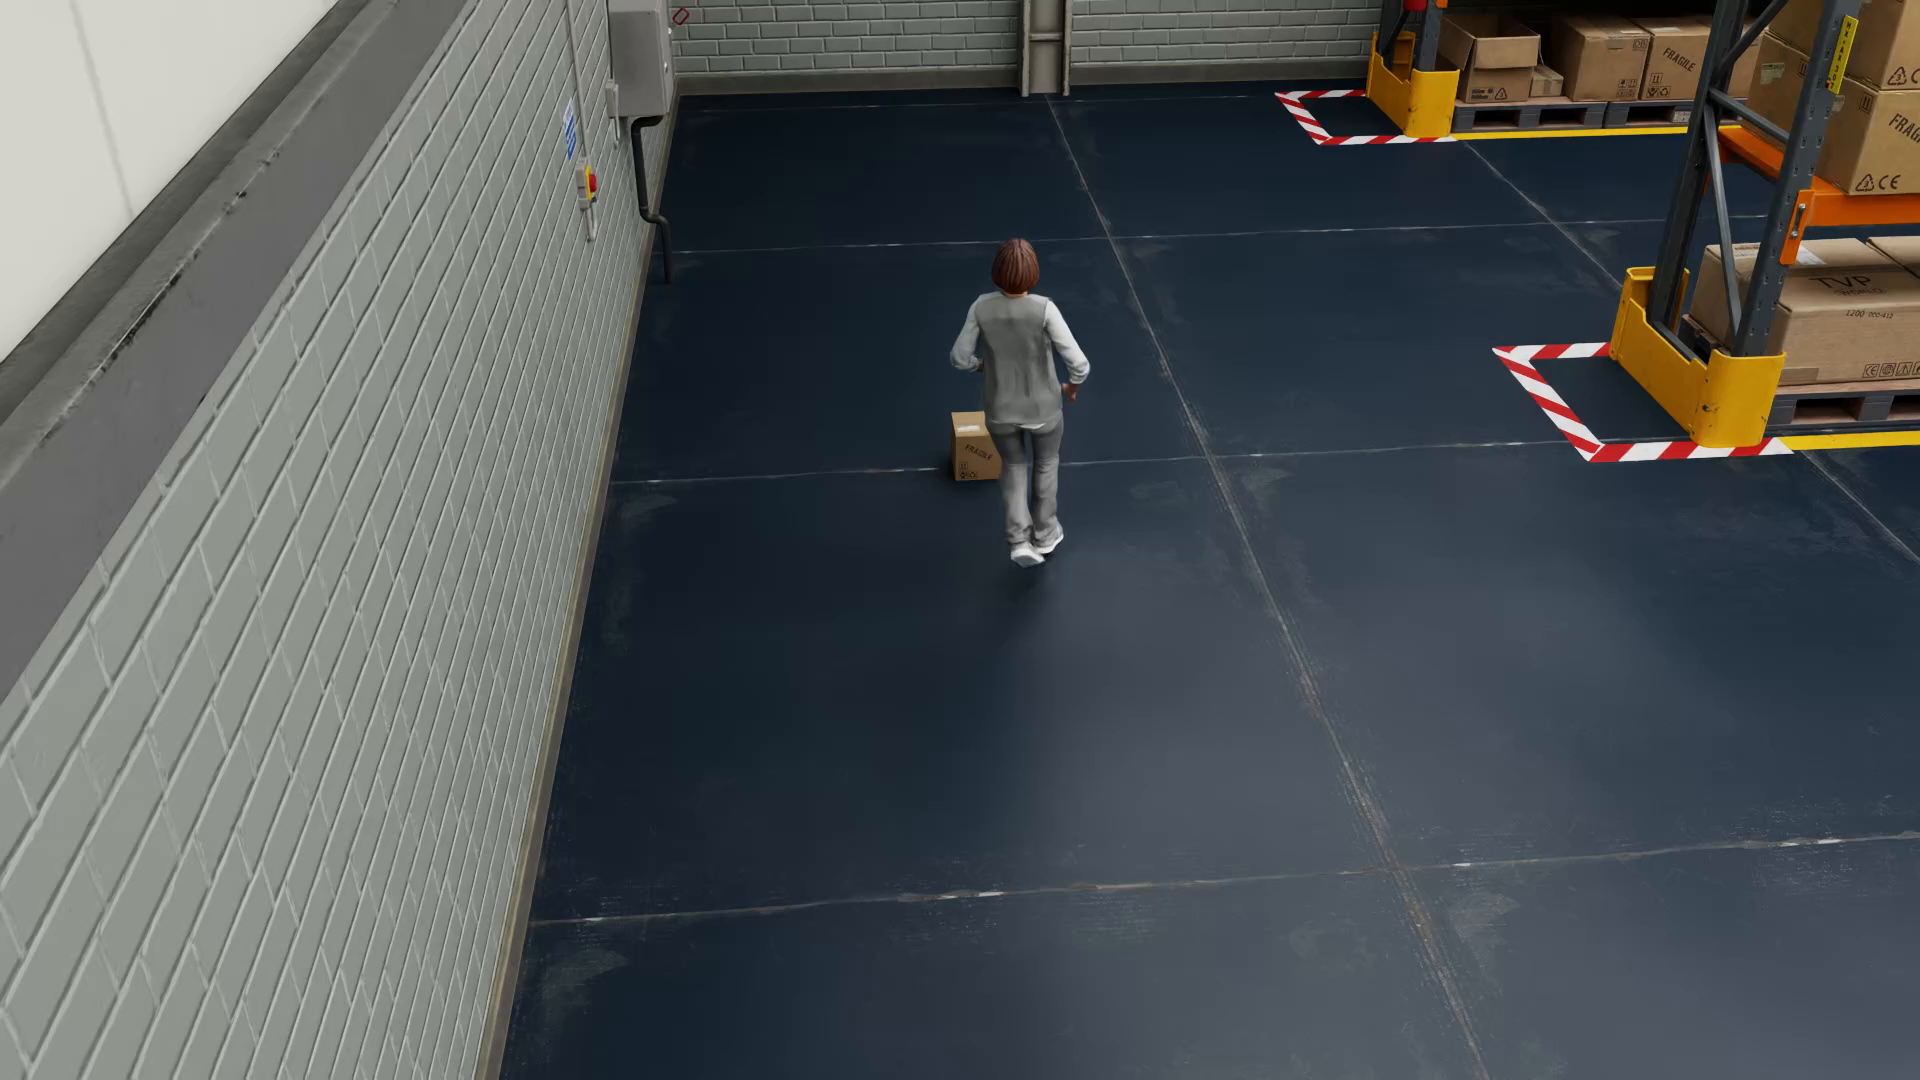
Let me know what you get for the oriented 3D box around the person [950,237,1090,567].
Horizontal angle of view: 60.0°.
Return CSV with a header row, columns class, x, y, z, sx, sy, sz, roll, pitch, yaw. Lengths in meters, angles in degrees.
class,x,y,z,sx,sy,sz,roll,pitch,yaw
person,0.260,-0.567,7.113,0.592,1.554,0.598,4,32,7
